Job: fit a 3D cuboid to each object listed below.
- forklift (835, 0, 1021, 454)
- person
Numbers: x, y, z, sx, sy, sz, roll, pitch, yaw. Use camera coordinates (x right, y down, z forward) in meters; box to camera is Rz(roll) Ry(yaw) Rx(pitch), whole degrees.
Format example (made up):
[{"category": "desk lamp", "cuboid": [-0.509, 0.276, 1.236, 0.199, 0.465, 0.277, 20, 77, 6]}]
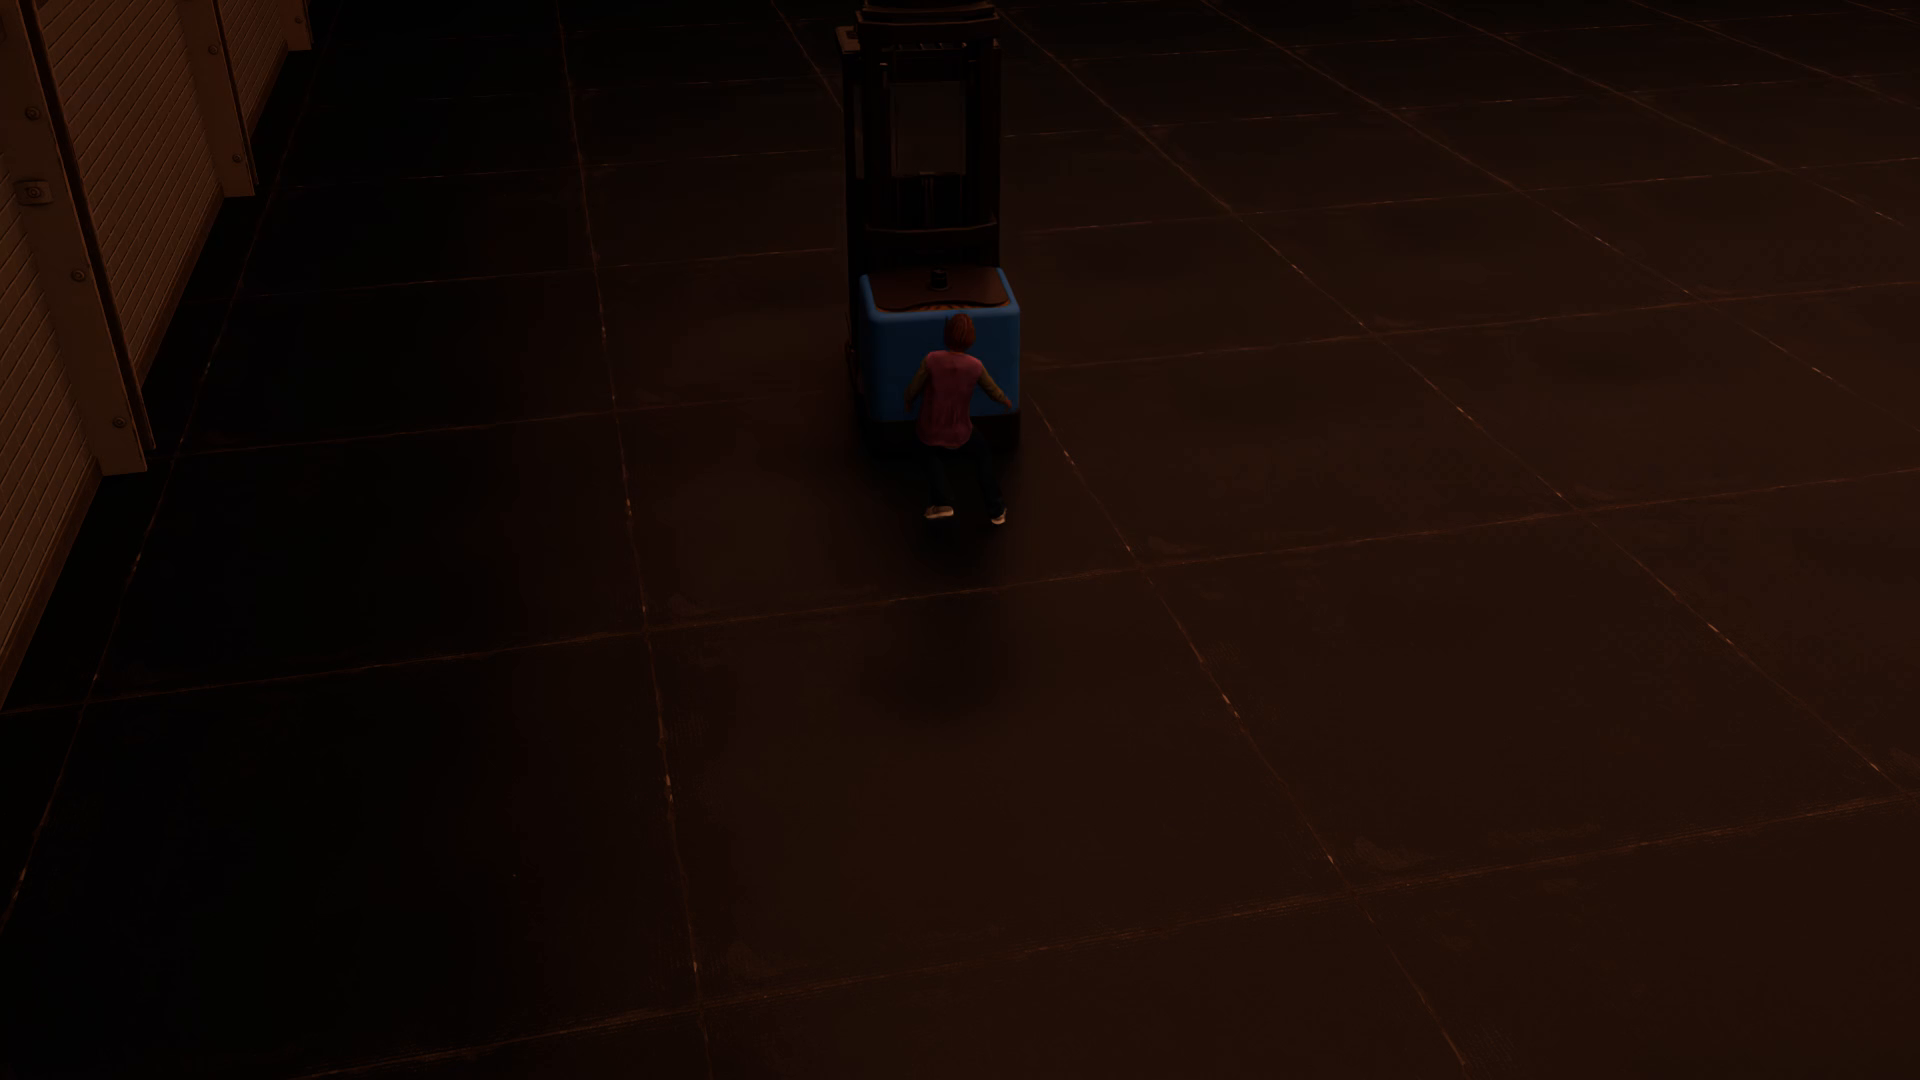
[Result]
[{"category": "forklift", "cuboid": [-0.295, -2.576, 12.025, 1.130, 2.935, 3.031, -4, 30, -7]}, {"category": "person", "cuboid": [-0.013, -0.745, 10.301, 0.669, 1.480, 0.517, 1, 30, 1]}]
